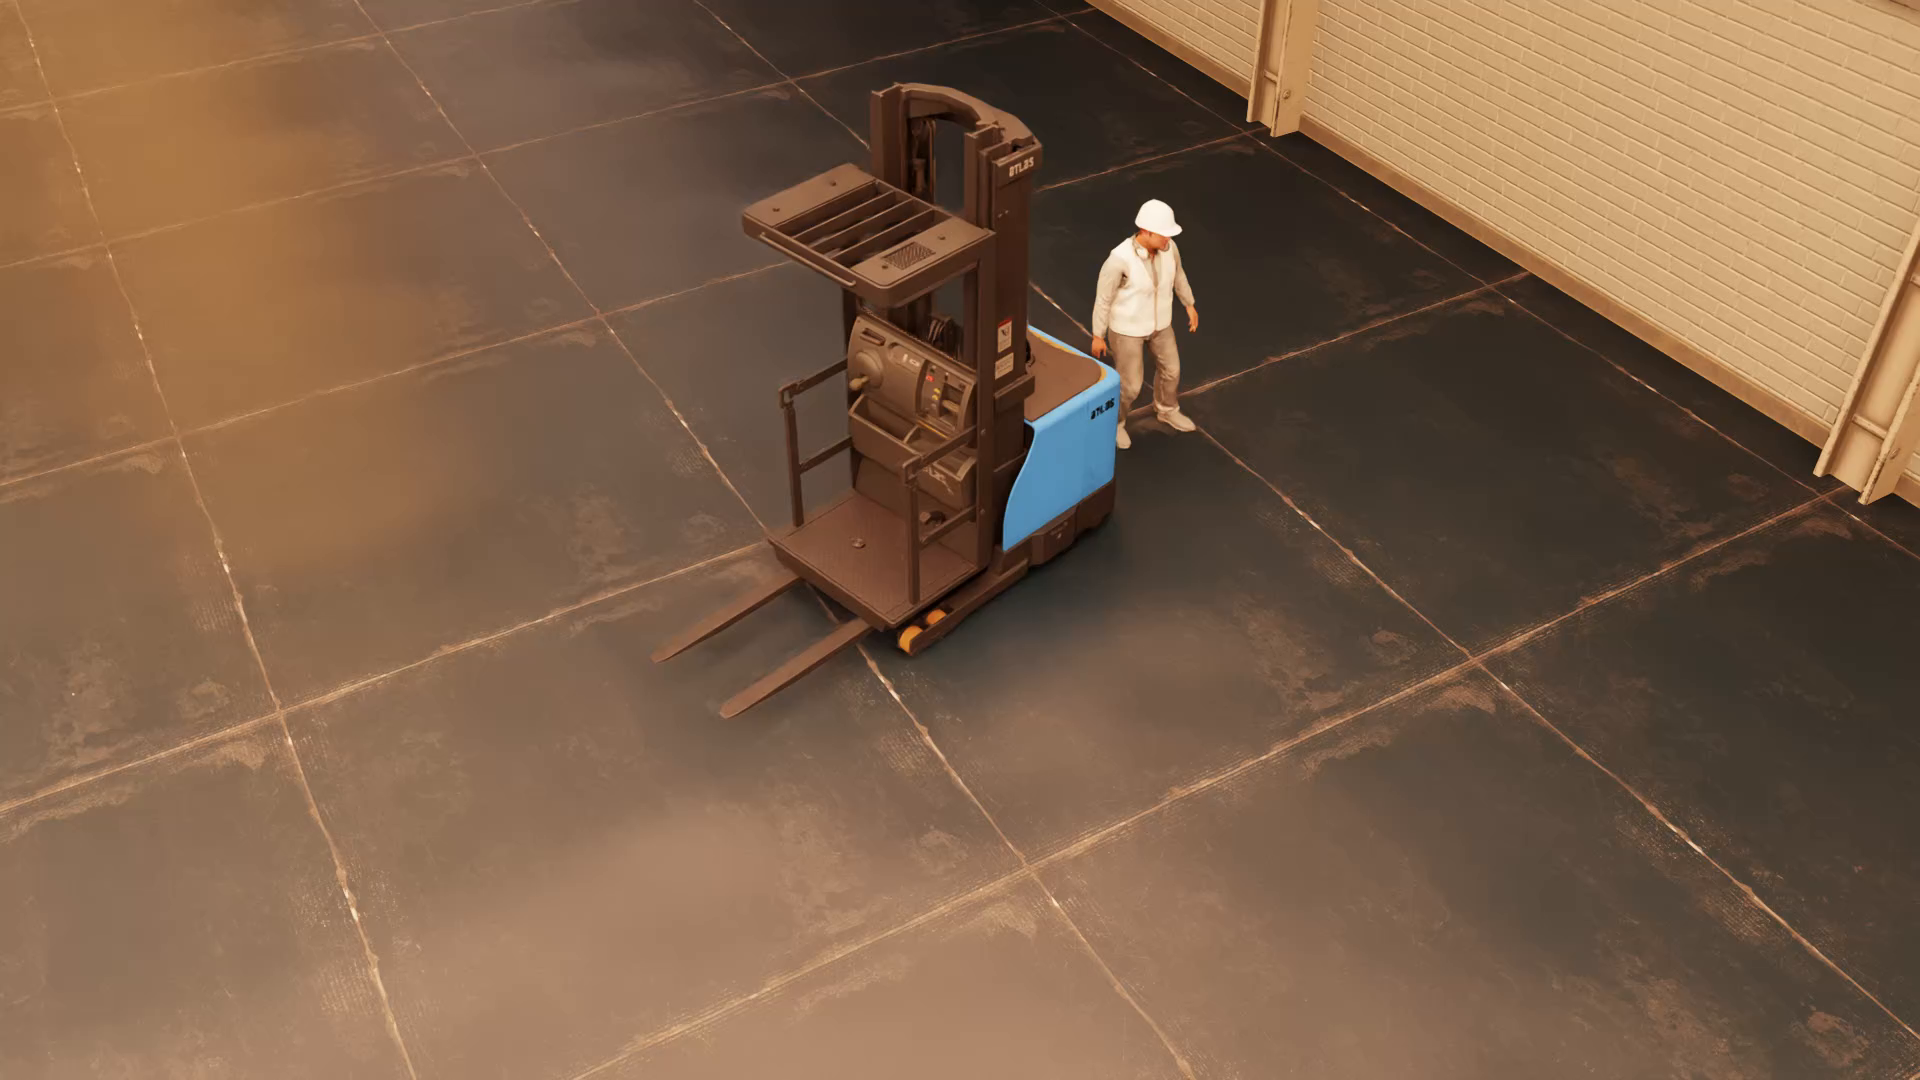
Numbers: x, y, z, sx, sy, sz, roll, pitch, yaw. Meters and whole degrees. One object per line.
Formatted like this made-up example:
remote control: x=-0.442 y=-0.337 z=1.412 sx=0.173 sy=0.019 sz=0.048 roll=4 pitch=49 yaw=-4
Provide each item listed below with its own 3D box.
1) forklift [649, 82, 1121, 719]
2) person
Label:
forklift: x=-0.423 y=-0.843 z=9.053 sx=1.130 sy=2.935 sz=3.031 roll=32 pitch=49 yaw=33
person: x=1.182 y=-1.390 z=10.638 sx=0.756 sy=1.749 sz=0.418 roll=-23 pitch=45 yaw=-25
